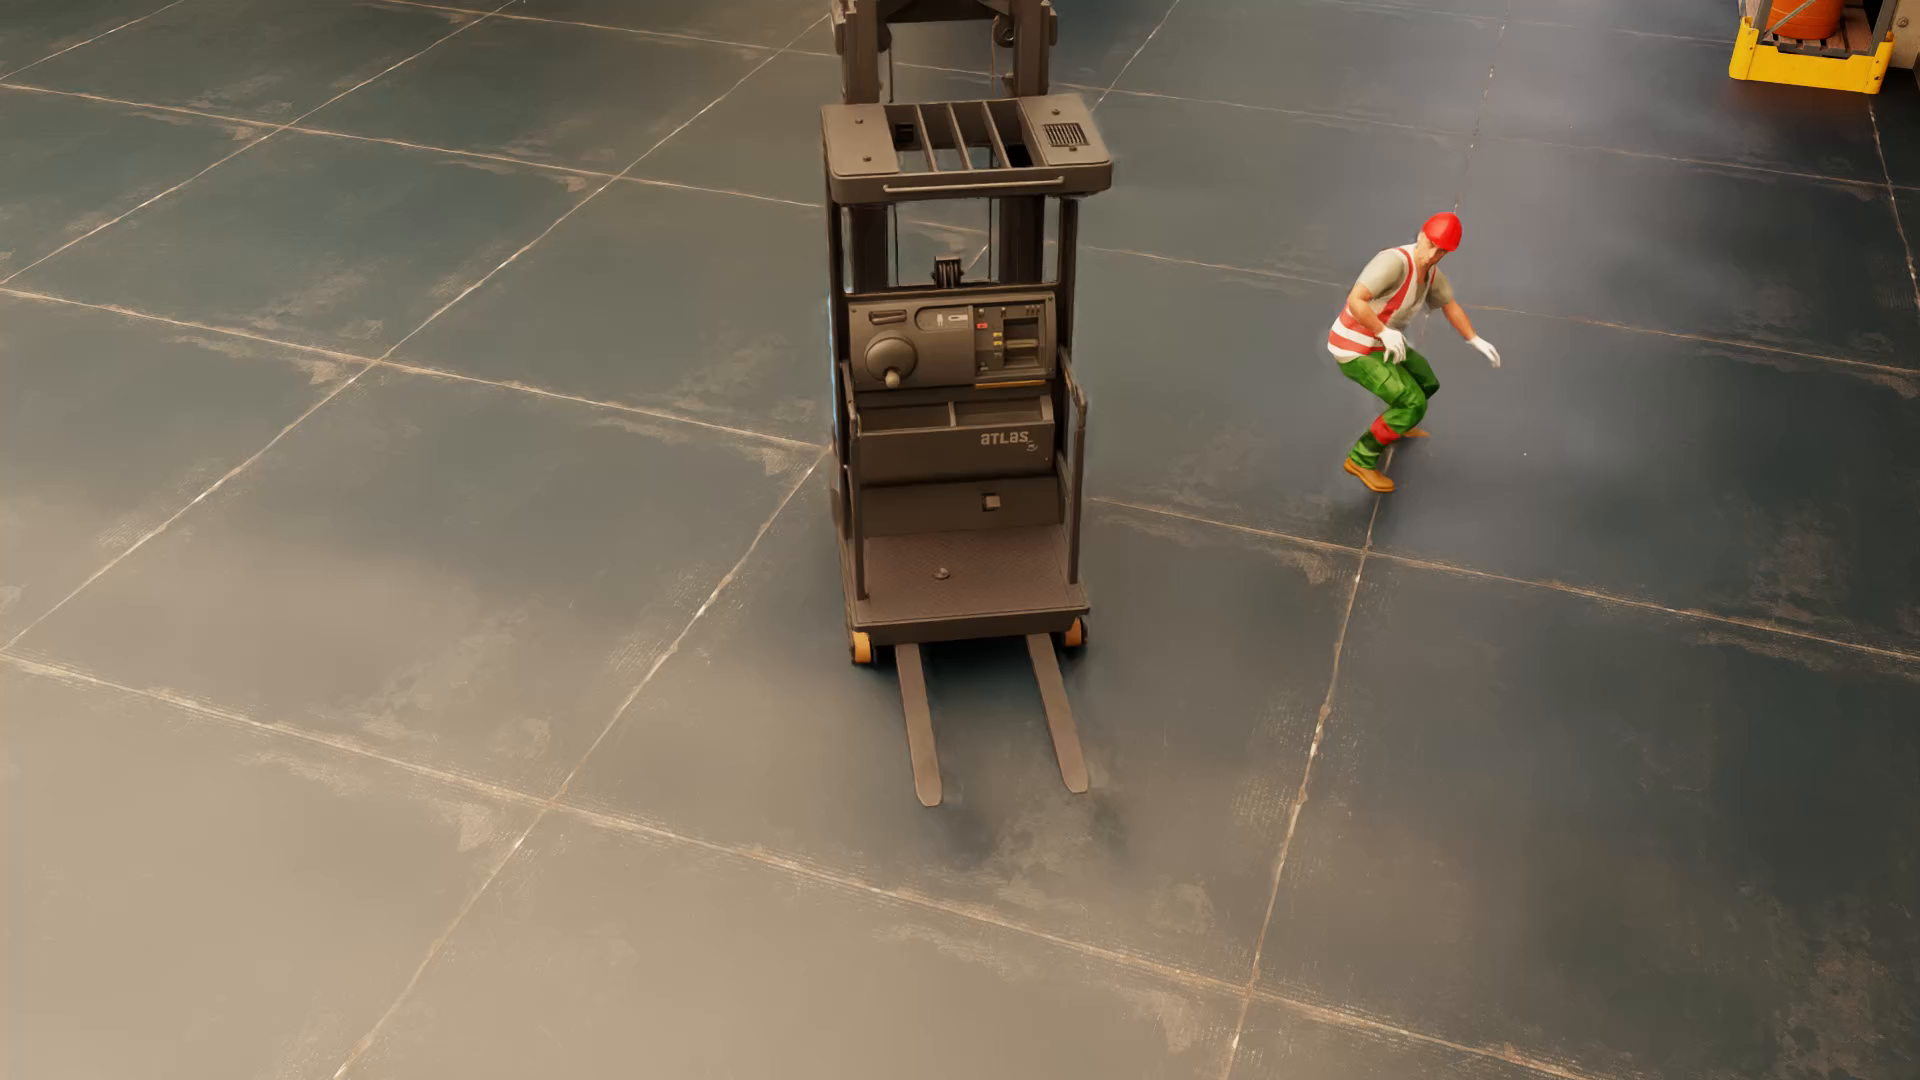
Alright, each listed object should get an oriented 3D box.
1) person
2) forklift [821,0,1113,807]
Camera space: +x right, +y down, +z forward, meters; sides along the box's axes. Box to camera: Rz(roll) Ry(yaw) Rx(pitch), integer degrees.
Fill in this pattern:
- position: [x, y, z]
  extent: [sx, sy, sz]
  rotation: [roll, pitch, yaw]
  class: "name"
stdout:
- position: [2.396, -1.018, 8.826]
  extent: [0.775, 1.539, 0.898]
  rotation: [22, 41, 28]
  class: "person"
- position: [0.000, -0.827, 7.277]
  extent: [1.130, 2.935, 3.031]
  rotation: [-4, 36, -6]
  class: "forklift"
